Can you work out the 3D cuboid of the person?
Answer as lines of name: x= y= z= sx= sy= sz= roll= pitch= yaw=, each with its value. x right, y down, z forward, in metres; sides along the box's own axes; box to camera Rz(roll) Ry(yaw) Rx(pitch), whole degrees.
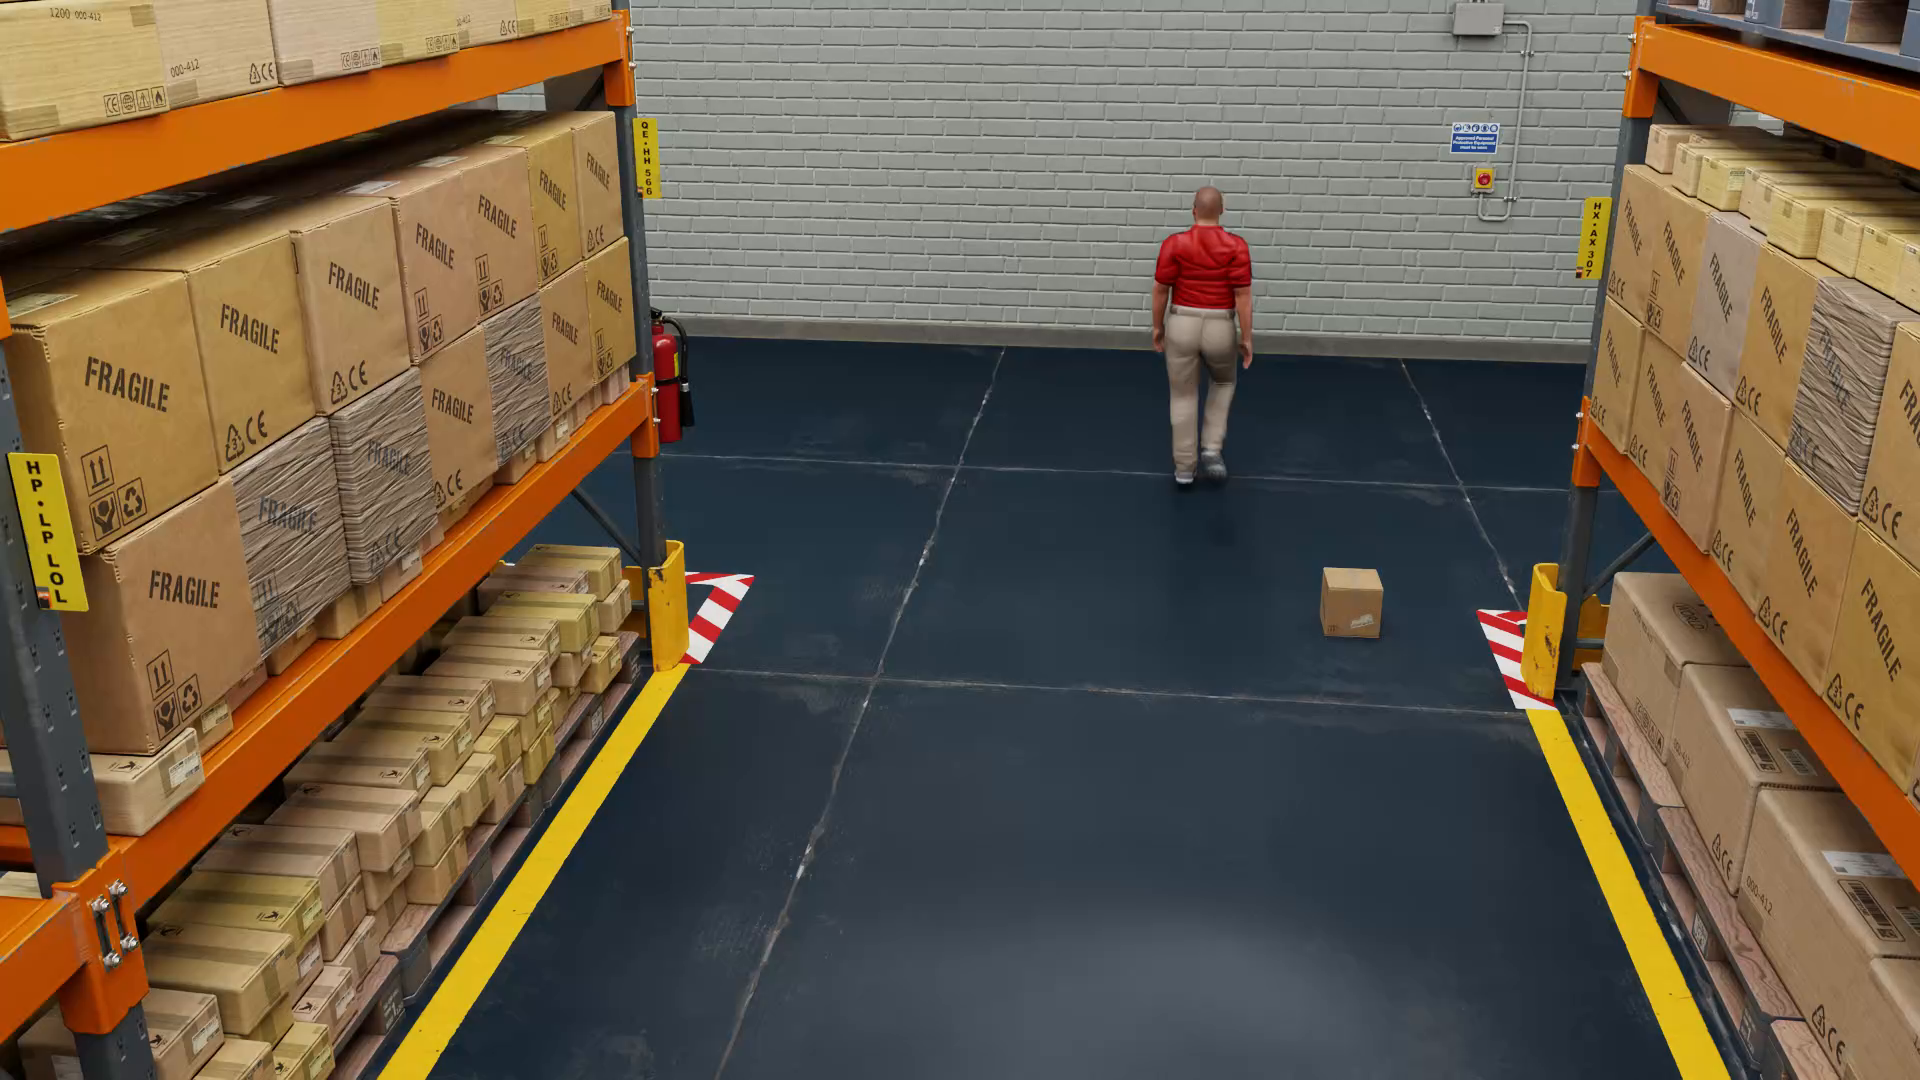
person: x=1.399 y=-1.162 z=9.654 sx=0.586 sy=1.786 sz=0.512 roll=2 pitch=21 yaw=6
